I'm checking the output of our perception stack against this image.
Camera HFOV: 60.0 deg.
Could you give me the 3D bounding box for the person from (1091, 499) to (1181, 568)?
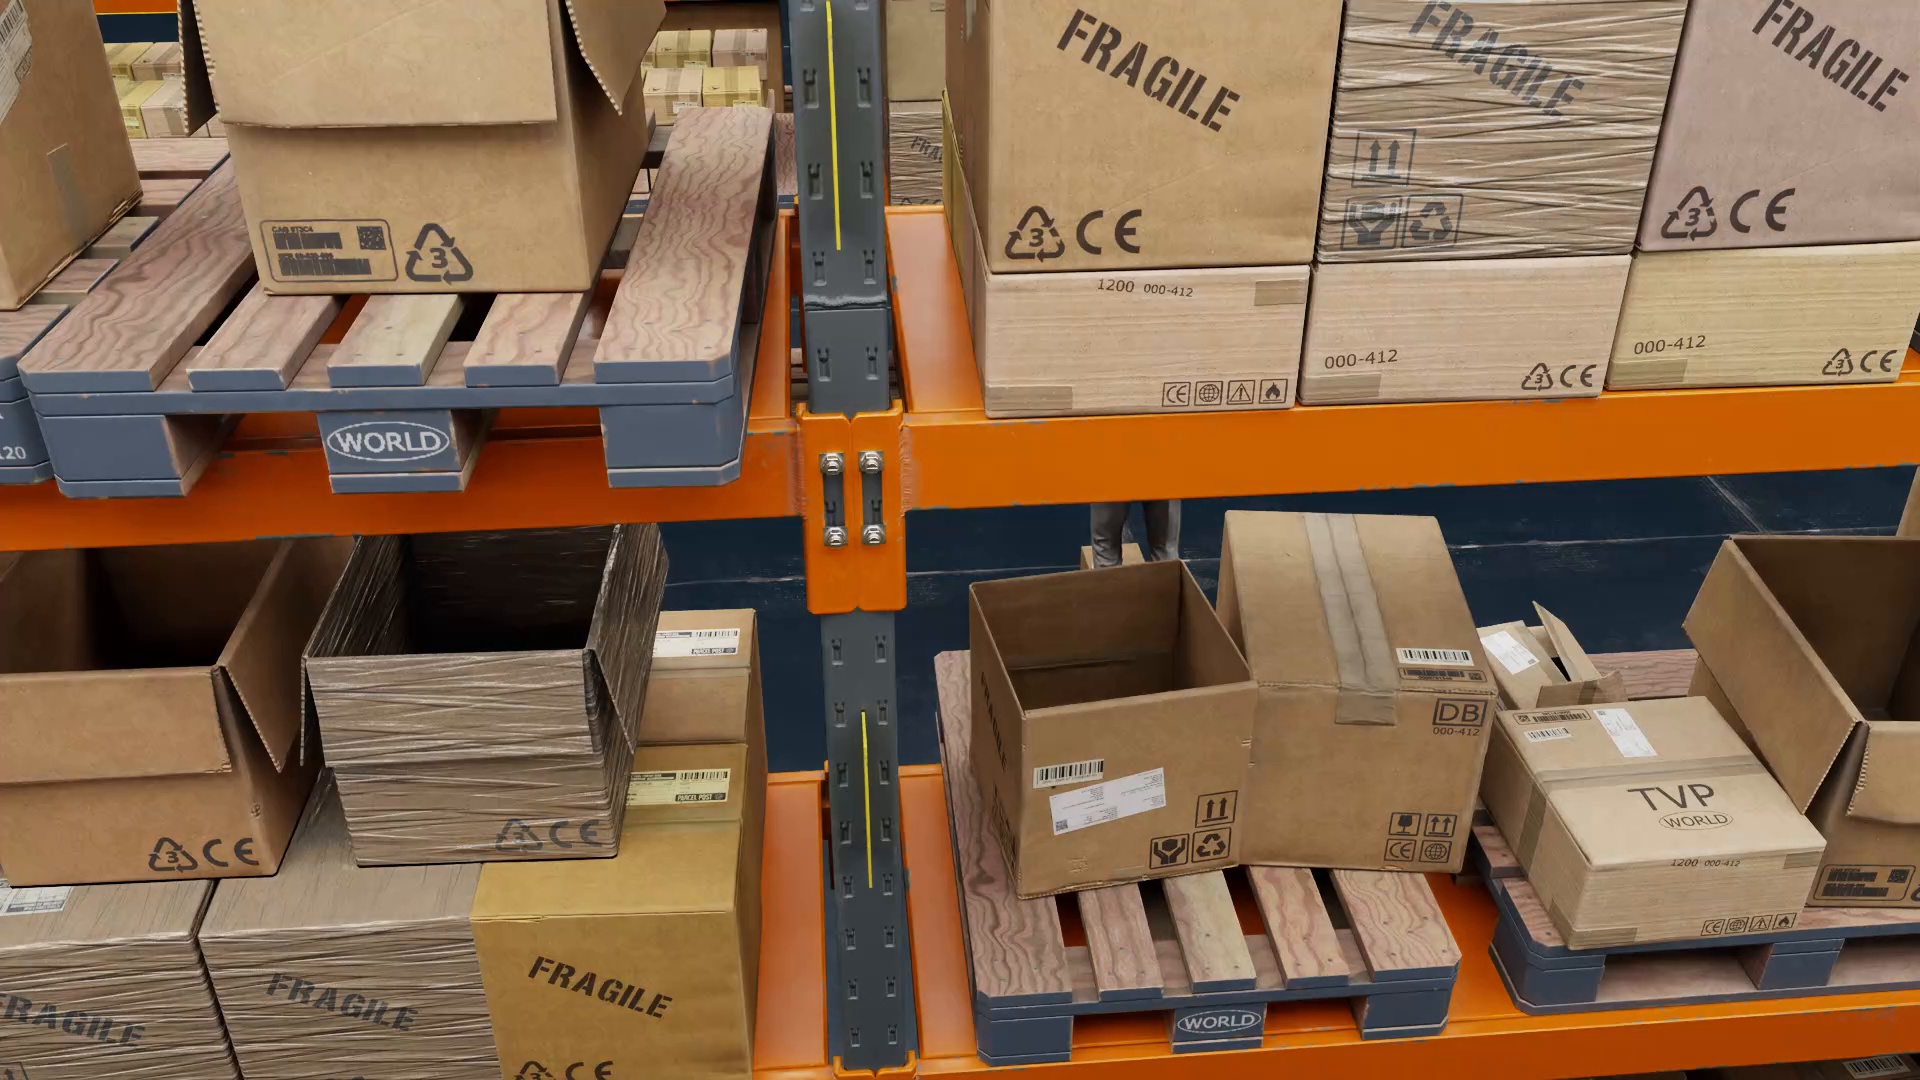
[{"bbox_3d":[0.698,-0.297,6.620,0.528,1.662,0.407,-3,31,-4],"label":"person"}]
